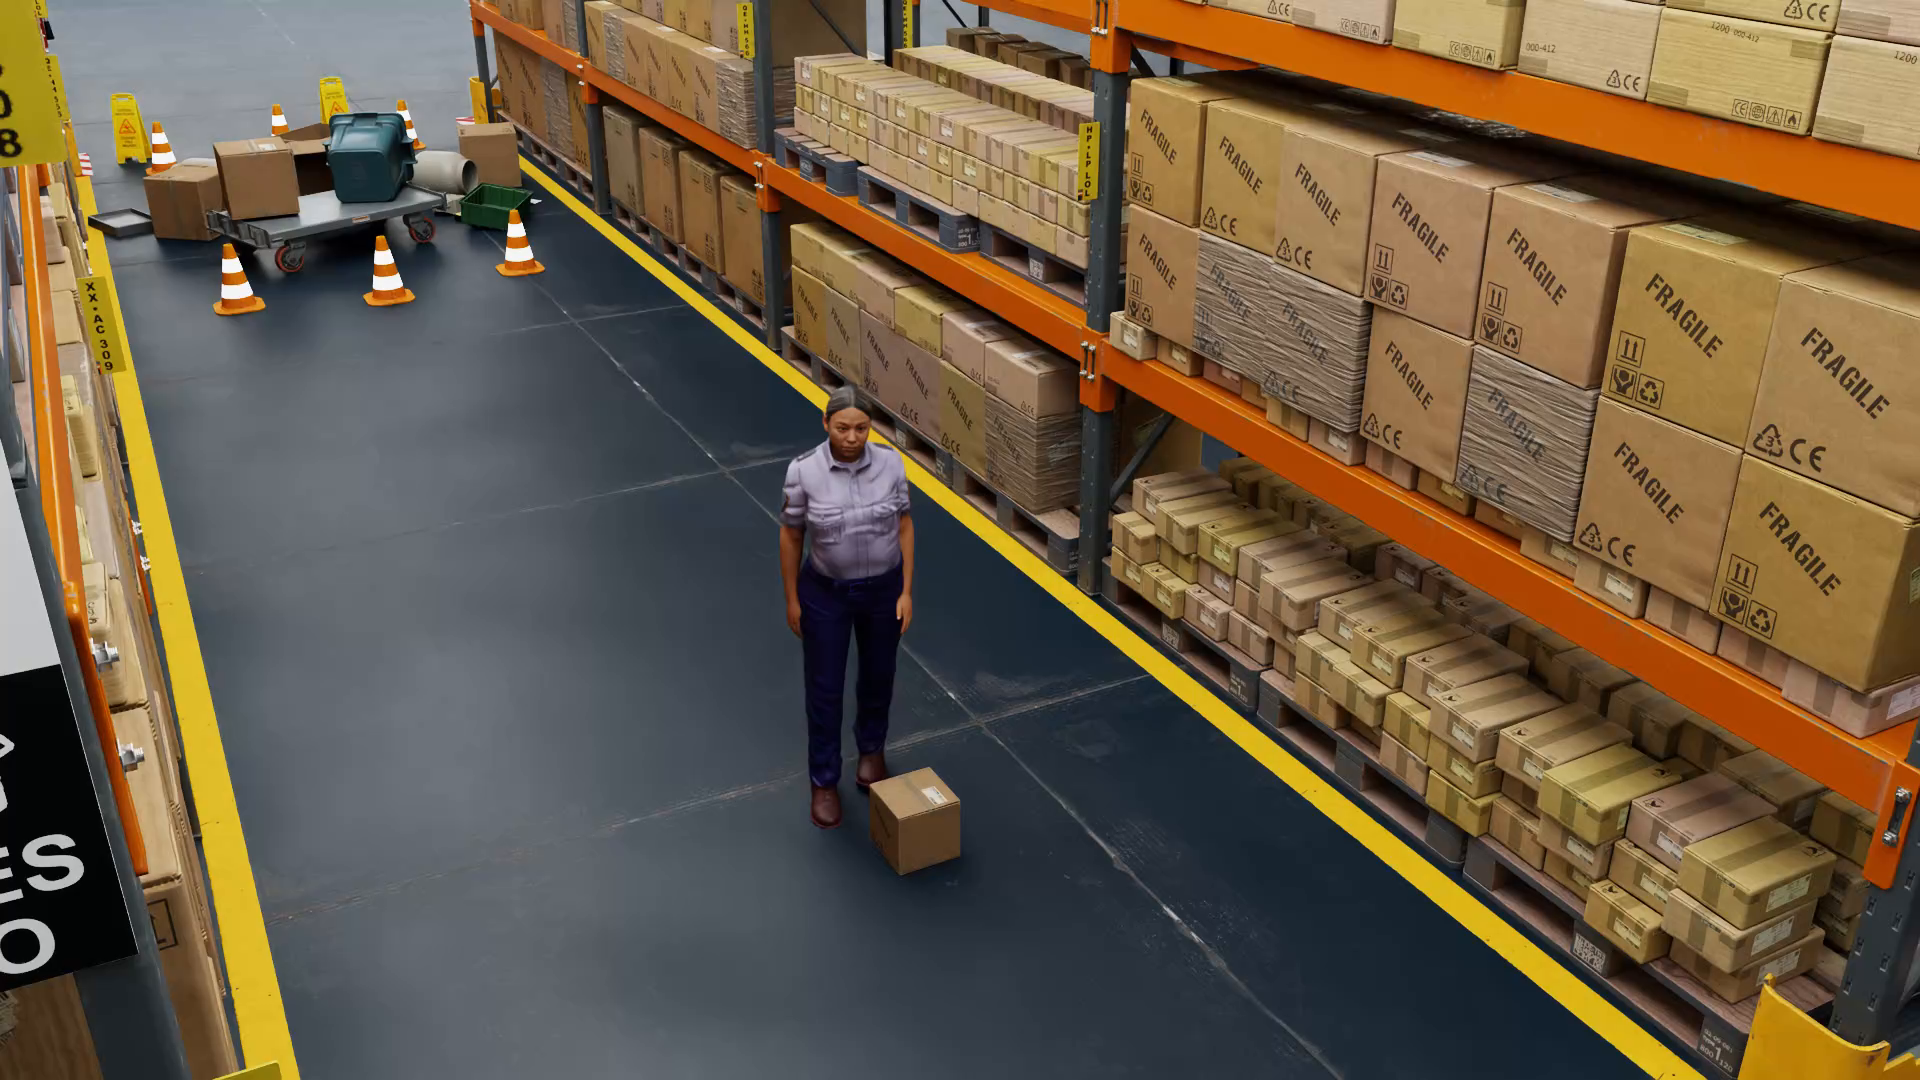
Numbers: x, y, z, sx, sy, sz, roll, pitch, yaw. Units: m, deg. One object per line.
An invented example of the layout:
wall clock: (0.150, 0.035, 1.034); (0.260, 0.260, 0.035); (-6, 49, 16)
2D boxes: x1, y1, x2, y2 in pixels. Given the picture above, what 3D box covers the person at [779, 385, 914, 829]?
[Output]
person: (-0.401, 0.228, 6.151); (0.495, 1.668, 0.491); (-7, 26, -14)
